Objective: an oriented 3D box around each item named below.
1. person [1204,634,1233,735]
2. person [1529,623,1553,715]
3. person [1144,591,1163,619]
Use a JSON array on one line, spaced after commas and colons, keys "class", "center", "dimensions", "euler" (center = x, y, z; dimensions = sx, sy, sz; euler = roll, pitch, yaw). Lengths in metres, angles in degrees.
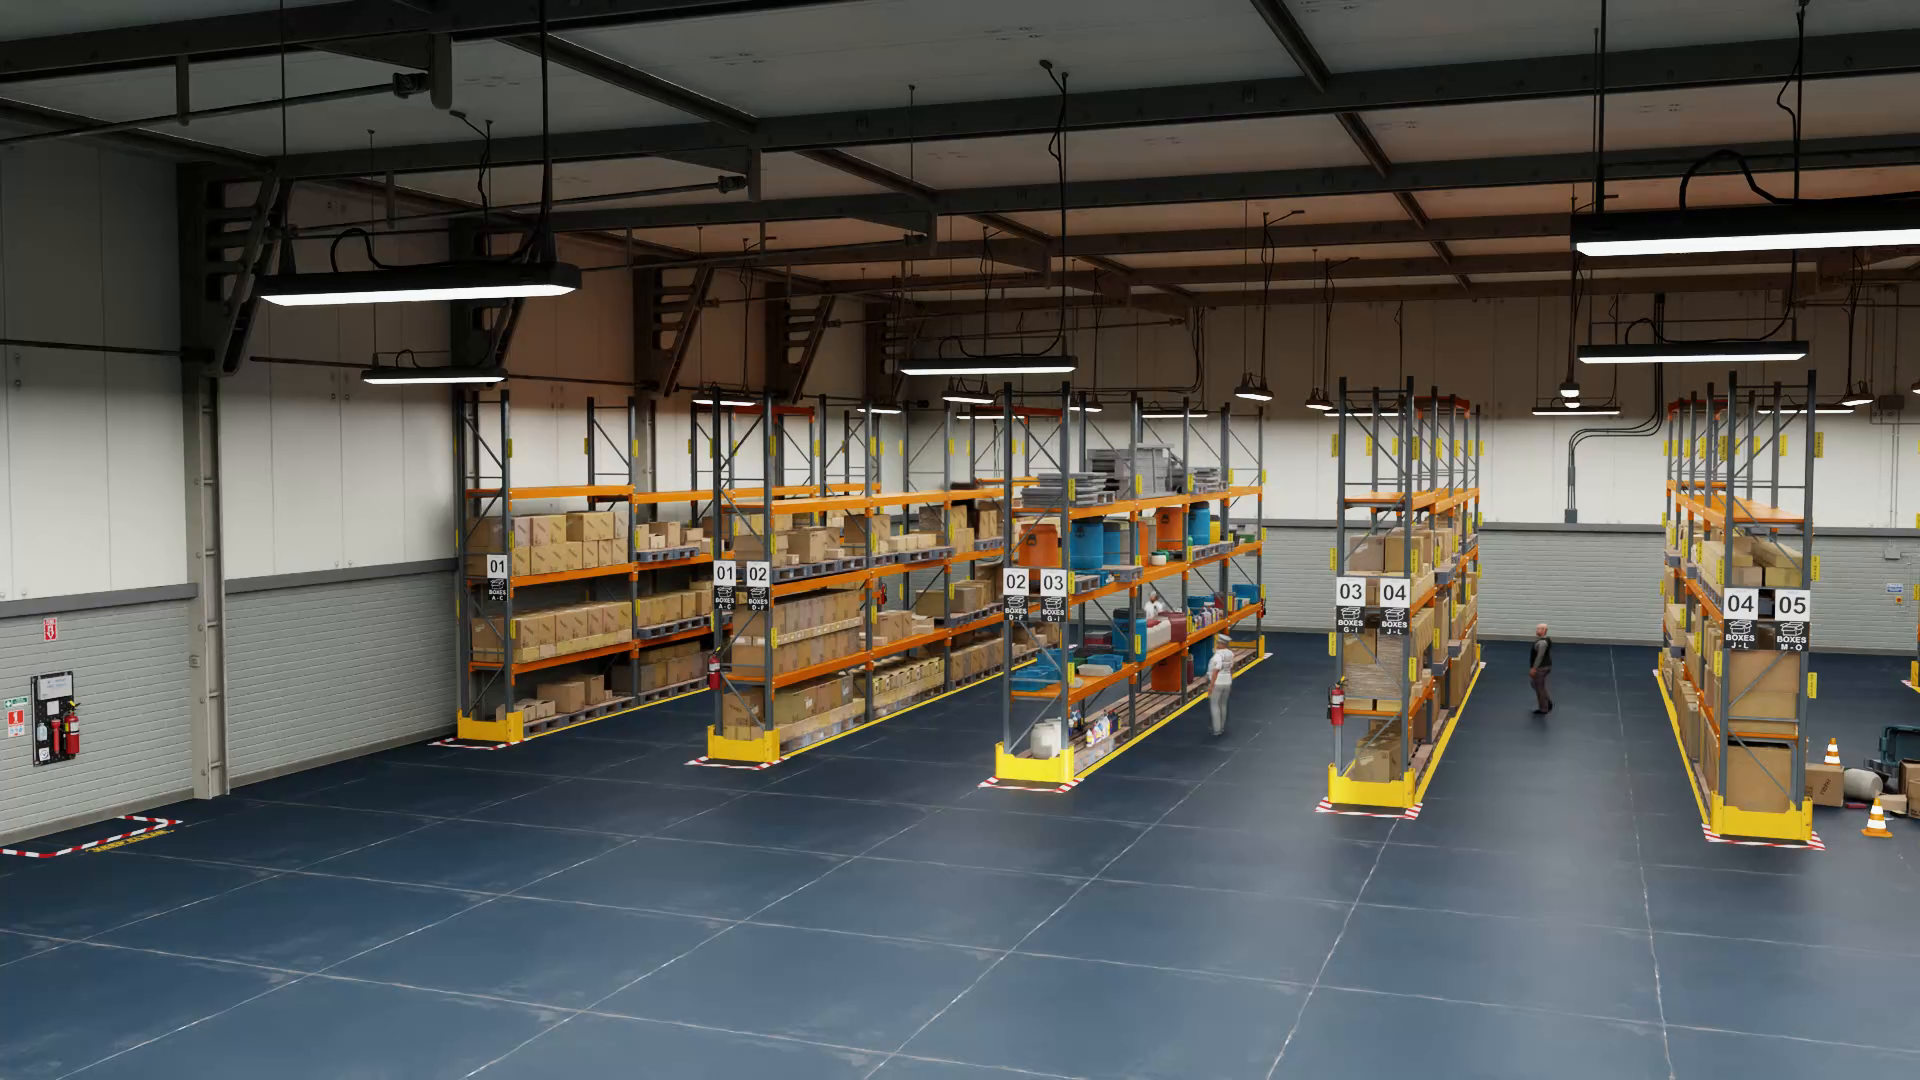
[{"class": "person", "center": [4.506, 2.519, 29.239], "dimensions": [0.551, 1.772, 0.633], "euler": [-2, 4, -34]}, {"class": "person", "center": [10.876, 2.417, 31.219], "dimensions": [0.565, 1.720, 0.478], "euler": [-3, 4, -43]}, {"class": "person", "center": [4.546, 2.023, 39.418], "dimensions": [0.566, 1.613, 0.997], "euler": [2, 4, 31]}]
